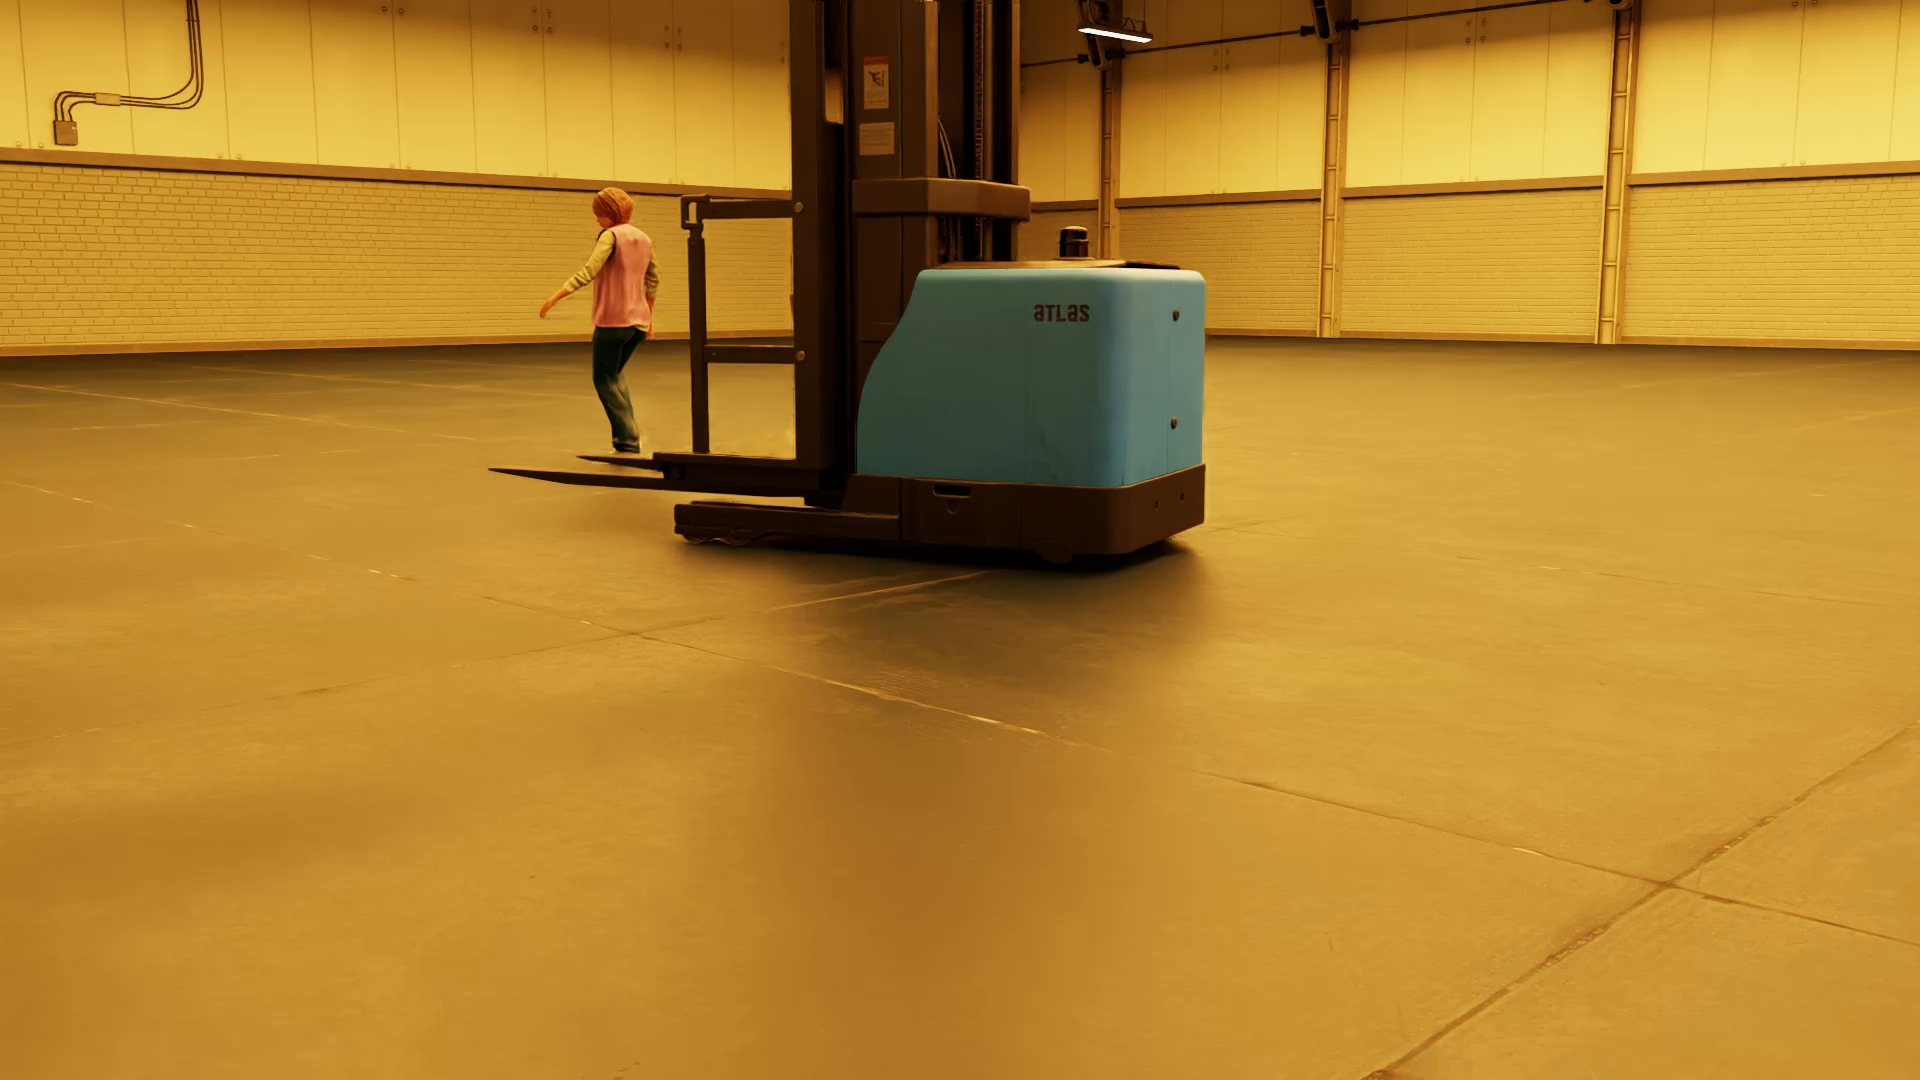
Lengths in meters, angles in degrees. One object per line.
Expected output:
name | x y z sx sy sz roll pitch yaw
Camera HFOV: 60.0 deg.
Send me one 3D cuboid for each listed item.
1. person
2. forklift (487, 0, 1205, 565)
person | -1.999 -1.204 9.563 0.422 1.596 0.774 6 10 33
forklift | -0.572 -1.488 6.754 3.031 2.935 1.130 4 10 26
